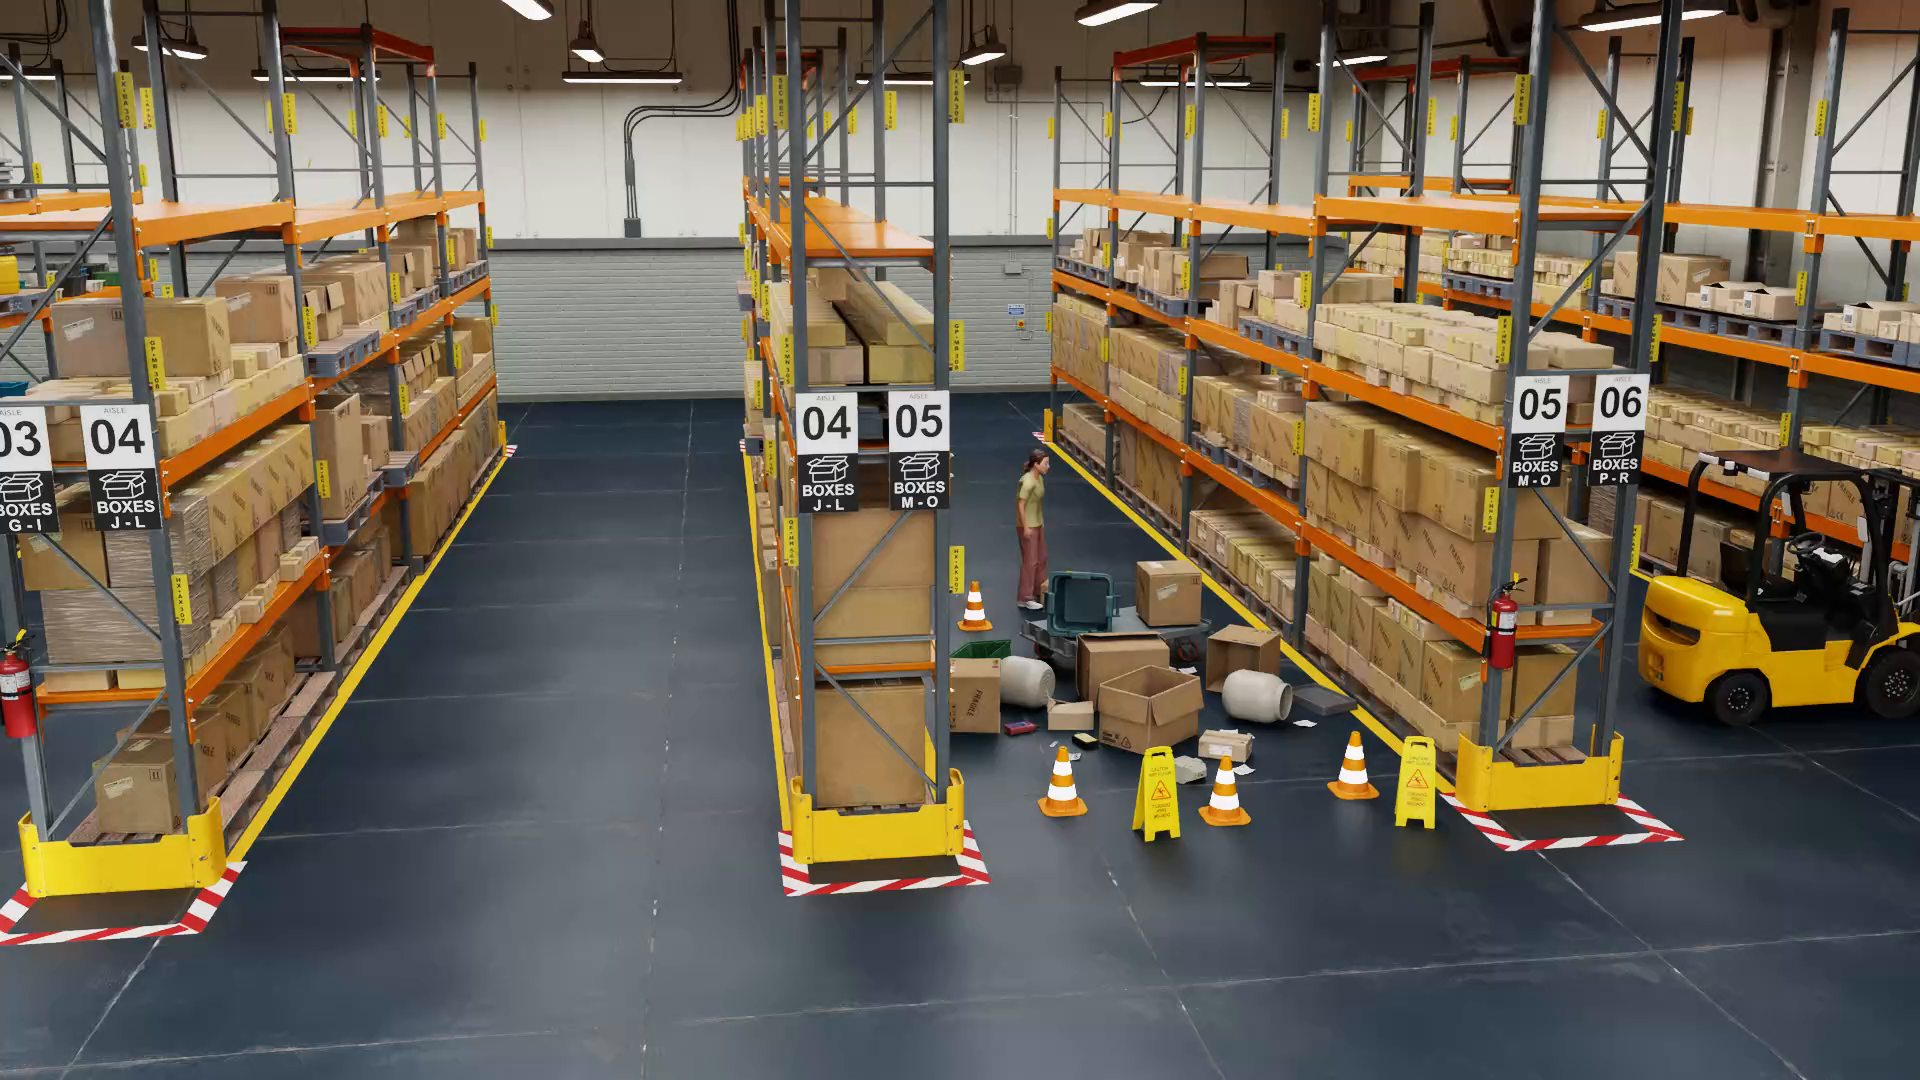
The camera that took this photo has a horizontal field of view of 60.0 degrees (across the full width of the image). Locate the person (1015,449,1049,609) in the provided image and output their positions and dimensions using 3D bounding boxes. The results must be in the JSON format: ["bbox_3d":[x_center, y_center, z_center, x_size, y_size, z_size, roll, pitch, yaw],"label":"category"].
[{"bbox_3d":[0.797,-0.133,17.554,0.406,1.673,0.499,5,14,20],"label":"person"}]
